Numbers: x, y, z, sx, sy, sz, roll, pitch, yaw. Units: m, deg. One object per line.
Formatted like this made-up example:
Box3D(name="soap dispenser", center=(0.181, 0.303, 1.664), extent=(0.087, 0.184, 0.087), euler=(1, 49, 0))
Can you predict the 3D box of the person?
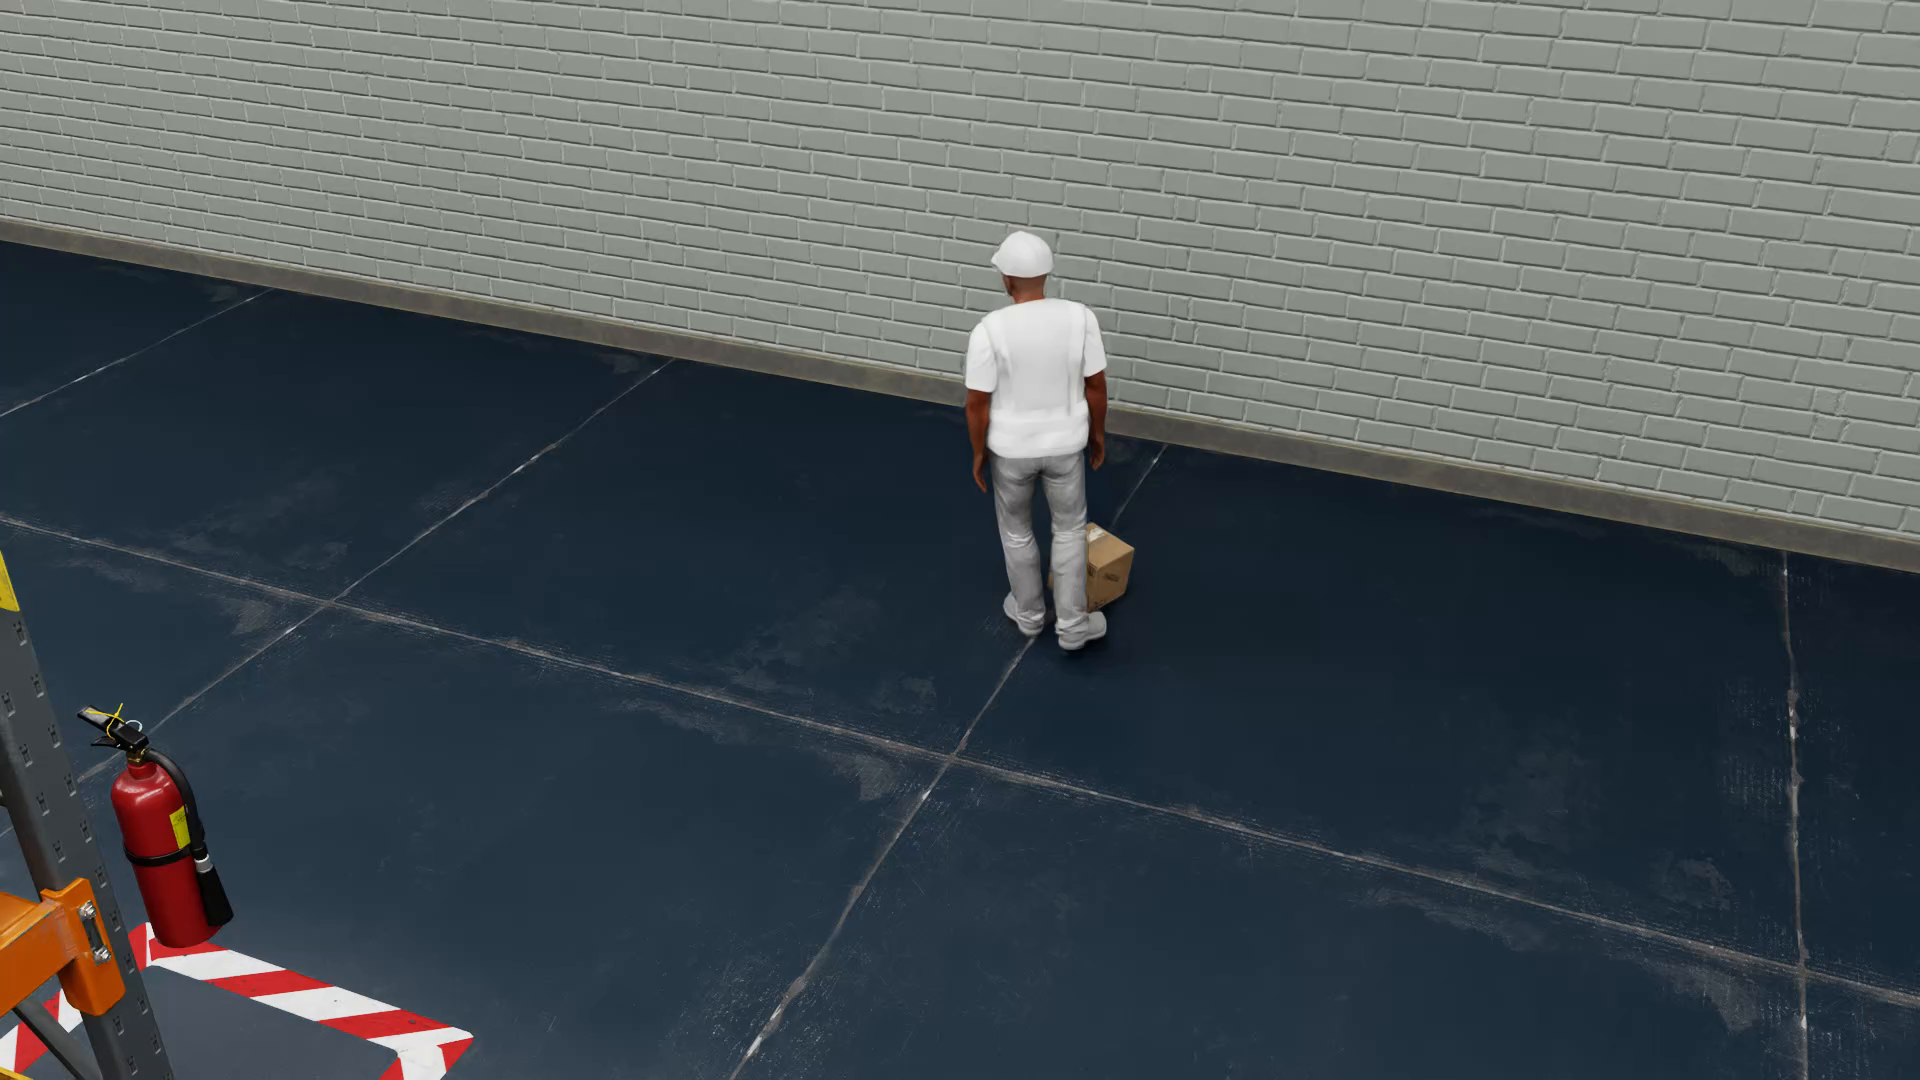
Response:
Box3D(name="person", center=(0.318, -0.365, 6.755), extent=(0.594, 1.749, 0.571), euler=(-4, 30, -8))
